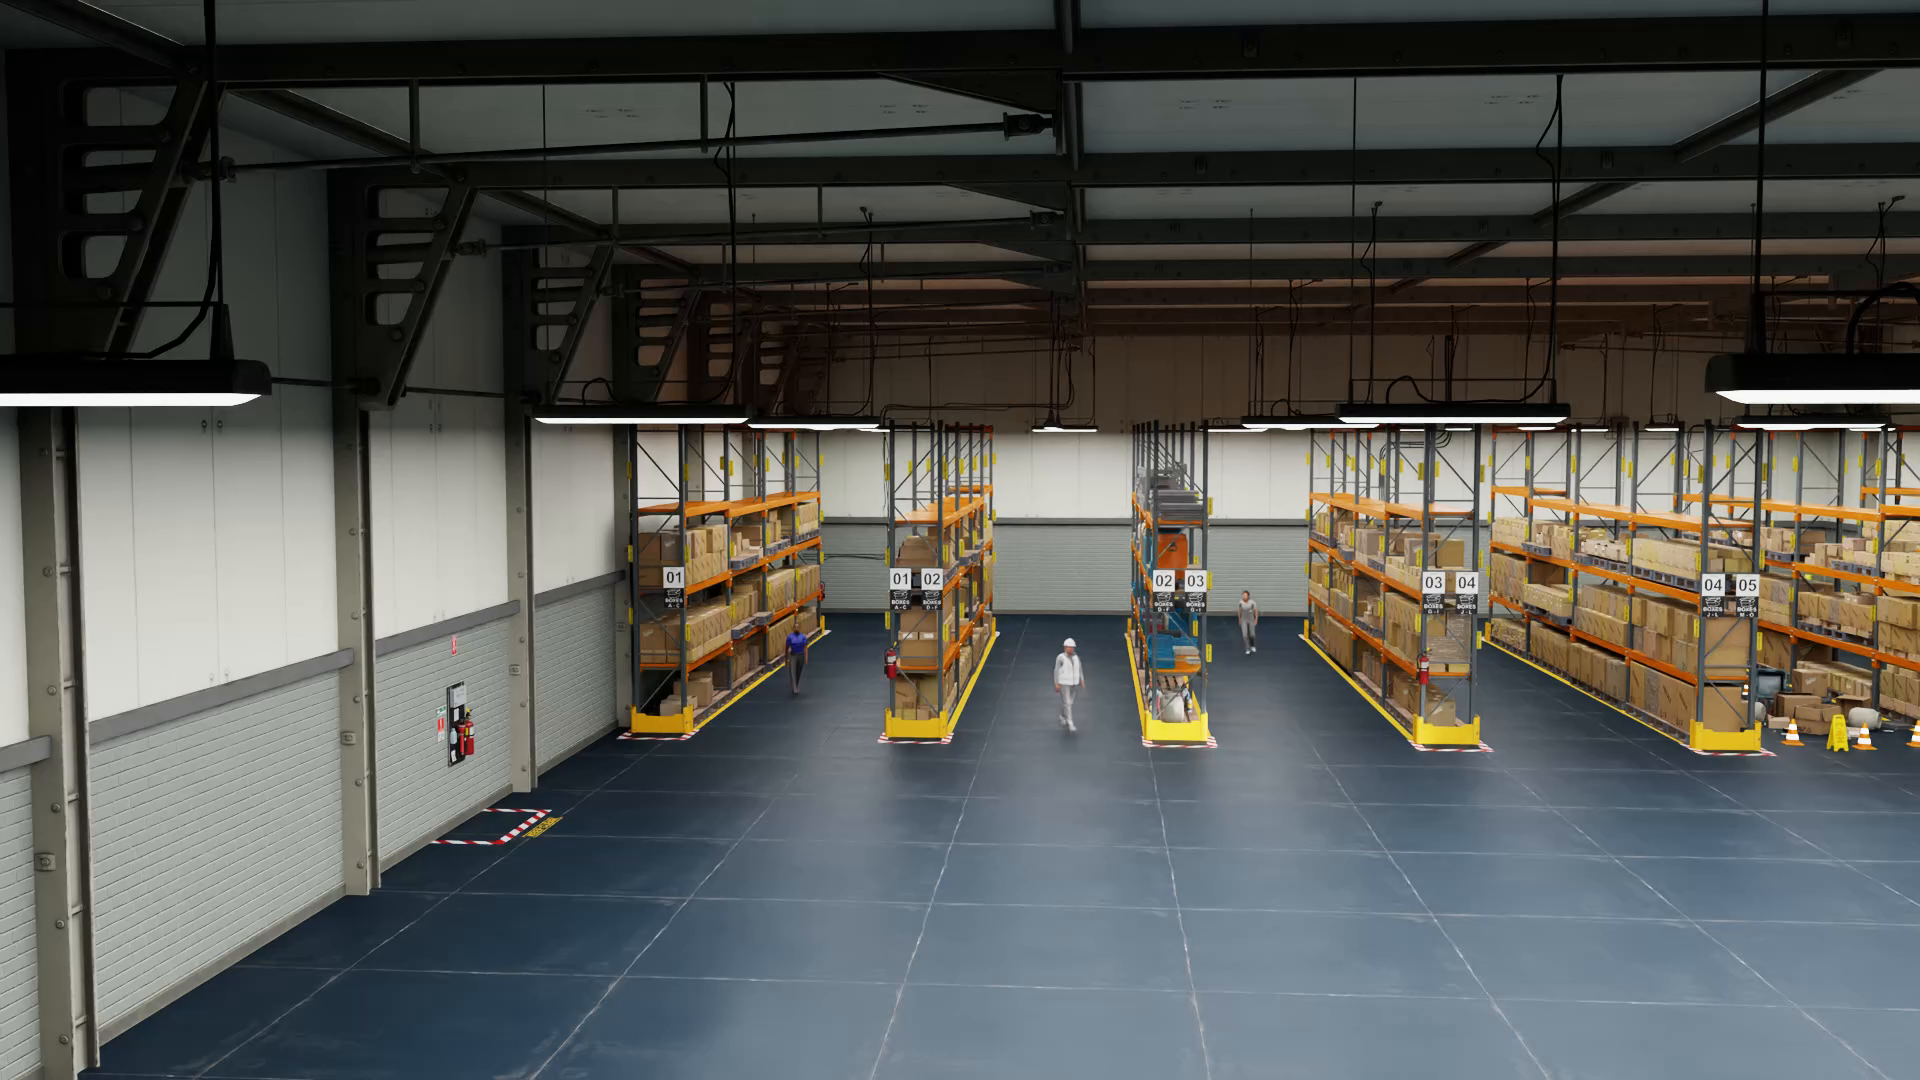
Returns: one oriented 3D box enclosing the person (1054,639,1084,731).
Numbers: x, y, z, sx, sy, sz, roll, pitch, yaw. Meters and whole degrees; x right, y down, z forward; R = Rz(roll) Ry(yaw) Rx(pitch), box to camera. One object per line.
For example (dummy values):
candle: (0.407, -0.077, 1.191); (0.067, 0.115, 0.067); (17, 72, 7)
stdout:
person: (2.146, 2.788, 32.283); (0.569, 1.739, 0.867); (-3, 4, -35)

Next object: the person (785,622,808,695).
person: (-3.574, 2.594, 36.436); (0.491, 1.595, 1.051); (-2, 4, -25)

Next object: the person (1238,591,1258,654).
person: (7.554, 2.143, 43.623); (0.514, 1.654, 0.523); (1, 4, 14)

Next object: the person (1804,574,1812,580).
person: (24.023, 1.851, 47.100); (0.636, 1.758, 0.594); (0, 4, 1)
